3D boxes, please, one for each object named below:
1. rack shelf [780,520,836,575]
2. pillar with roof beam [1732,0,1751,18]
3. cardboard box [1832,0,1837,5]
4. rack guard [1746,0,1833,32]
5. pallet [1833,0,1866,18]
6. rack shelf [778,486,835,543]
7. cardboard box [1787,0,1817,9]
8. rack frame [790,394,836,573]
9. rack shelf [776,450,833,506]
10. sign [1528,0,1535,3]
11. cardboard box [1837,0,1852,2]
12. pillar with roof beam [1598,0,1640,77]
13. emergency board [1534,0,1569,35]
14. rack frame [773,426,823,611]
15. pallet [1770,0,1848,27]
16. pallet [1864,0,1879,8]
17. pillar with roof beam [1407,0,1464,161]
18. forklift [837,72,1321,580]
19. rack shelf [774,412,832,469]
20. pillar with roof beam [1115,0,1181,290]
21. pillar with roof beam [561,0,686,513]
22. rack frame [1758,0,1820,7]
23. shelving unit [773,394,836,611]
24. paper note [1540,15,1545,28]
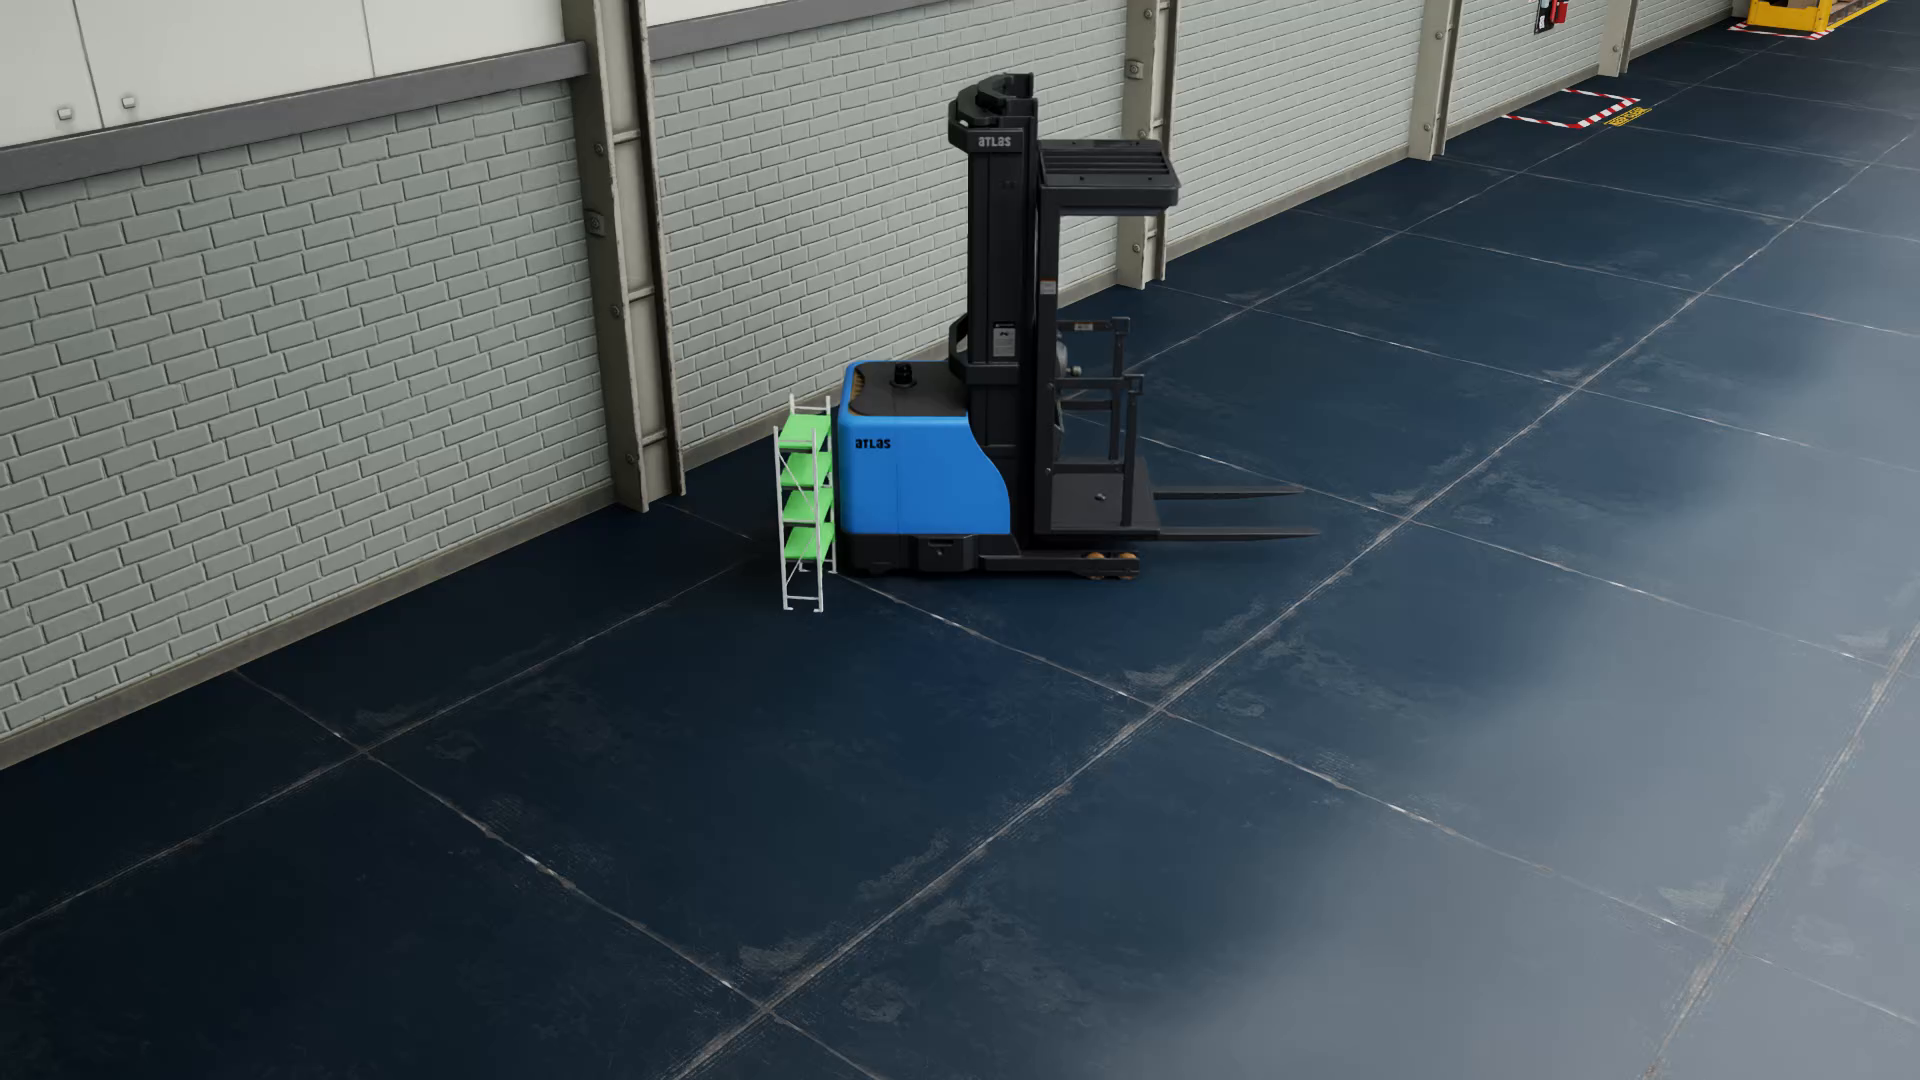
[{"bbox_3d":[-0.924,0.048,10.144,0.258,0.148,0.480,3,27,5],"label":"rack shelf"},{"bbox_3d":[16.453,-11.545,23.406,9.100,9.000,0.400,21,34,34],"label":"pillar with roof beam"},{"bbox_3d":[14.226,-9.060,27.579,0.500,0.311,0.500,24,36,38],"label":"cardboard box"},{"bbox_3d":[13.402,-8.555,26.874,1.175,0.500,0.348,21,34,34],"label":"rack guard"},{"bbox_3d":[14.722,-9.135,28.310,1.003,0.211,1.213,21,34,34],"label":"pallet"},{"bbox_3d":[-0.924,-0.165,10.033,0.258,0.148,0.480,3,27,5],"label":"rack shelf"},{"bbox_3d":[13.863,-8.858,27.188,0.500,0.311,0.500,17,32,29],"label":"cardboard box"},{"bbox_3d":[-0.900,-0.333,10.220,0.240,1.200,0.015,3,27,5],"label":"rack frame"},{"bbox_3d":[-0.924,-0.378,9.923,0.258,0.148,0.480,3,27,5],"label":"rack shelf"},{"bbox_3d":[7.282,-6.997,21.103,0.001,0.329,0.234,21,34,34],"label":"sign"},{"bbox_3d":[14.731,-9.390,28.010,0.700,0.500,0.500,18,33,31],"label":"cardboard box"},{"bbox_3d":[12.637,-9.418,19.294,9.100,9.000,0.400,21,34,34],"label":"pillar with roof beam"},{"bbox_3d":[7.714,-7.147,21.432,0.194,1.169,0.643,21,34,34],"label":"emergency board"},{"bbox_3d":[-0.948,-0.110,9.788,0.240,1.200,0.015,3,27,5],"label":"rack frame"},{"bbox_3d":[13.946,-8.704,27.477,1.003,0.211,1.213,21,34,34],"label":"pallet"},{"bbox_3d":[15.498,-9.569,29.150,1.003,0.211,1.213,21,34,34],"label":"pallet"},{"bbox_3d":[8.820,-7.291,15.181,9.100,9.000,0.400,21,34,34],"label":"pillar with roof beam"},{"bbox_3d":[0.763,-1.298,10.201,3.031,2.935,1.130,0,27,0],"label":"forklift"},{"bbox_3d":[-0.924,-0.591,9.813,0.258,0.148,0.480,3,27,5],"label":"rack shelf"},{"bbox_3d":[5.004,-5.163,11.069,9.100,9.000,0.400,21,34,34],"label":"pillar with roof beam"},{"bbox_3d":[1.187,-3.036,6.957,9.100,9.000,0.400,21,34,34],"label":"pillar with roof beam"},{"bbox_3d":[13.353,-9.638,26.248,1.000,3.000,0.127,21,34,34],"label":"rack frame"},{"bbox_3d":[-0.924,-0.222,10.004,0.258,1.200,0.503,3,27,5],"label":"shelving unit"},{"bbox_3d":[7.548,-6.713,21.552,0.016,0.148,0.142,21,34,34],"label":"paper note"}]
